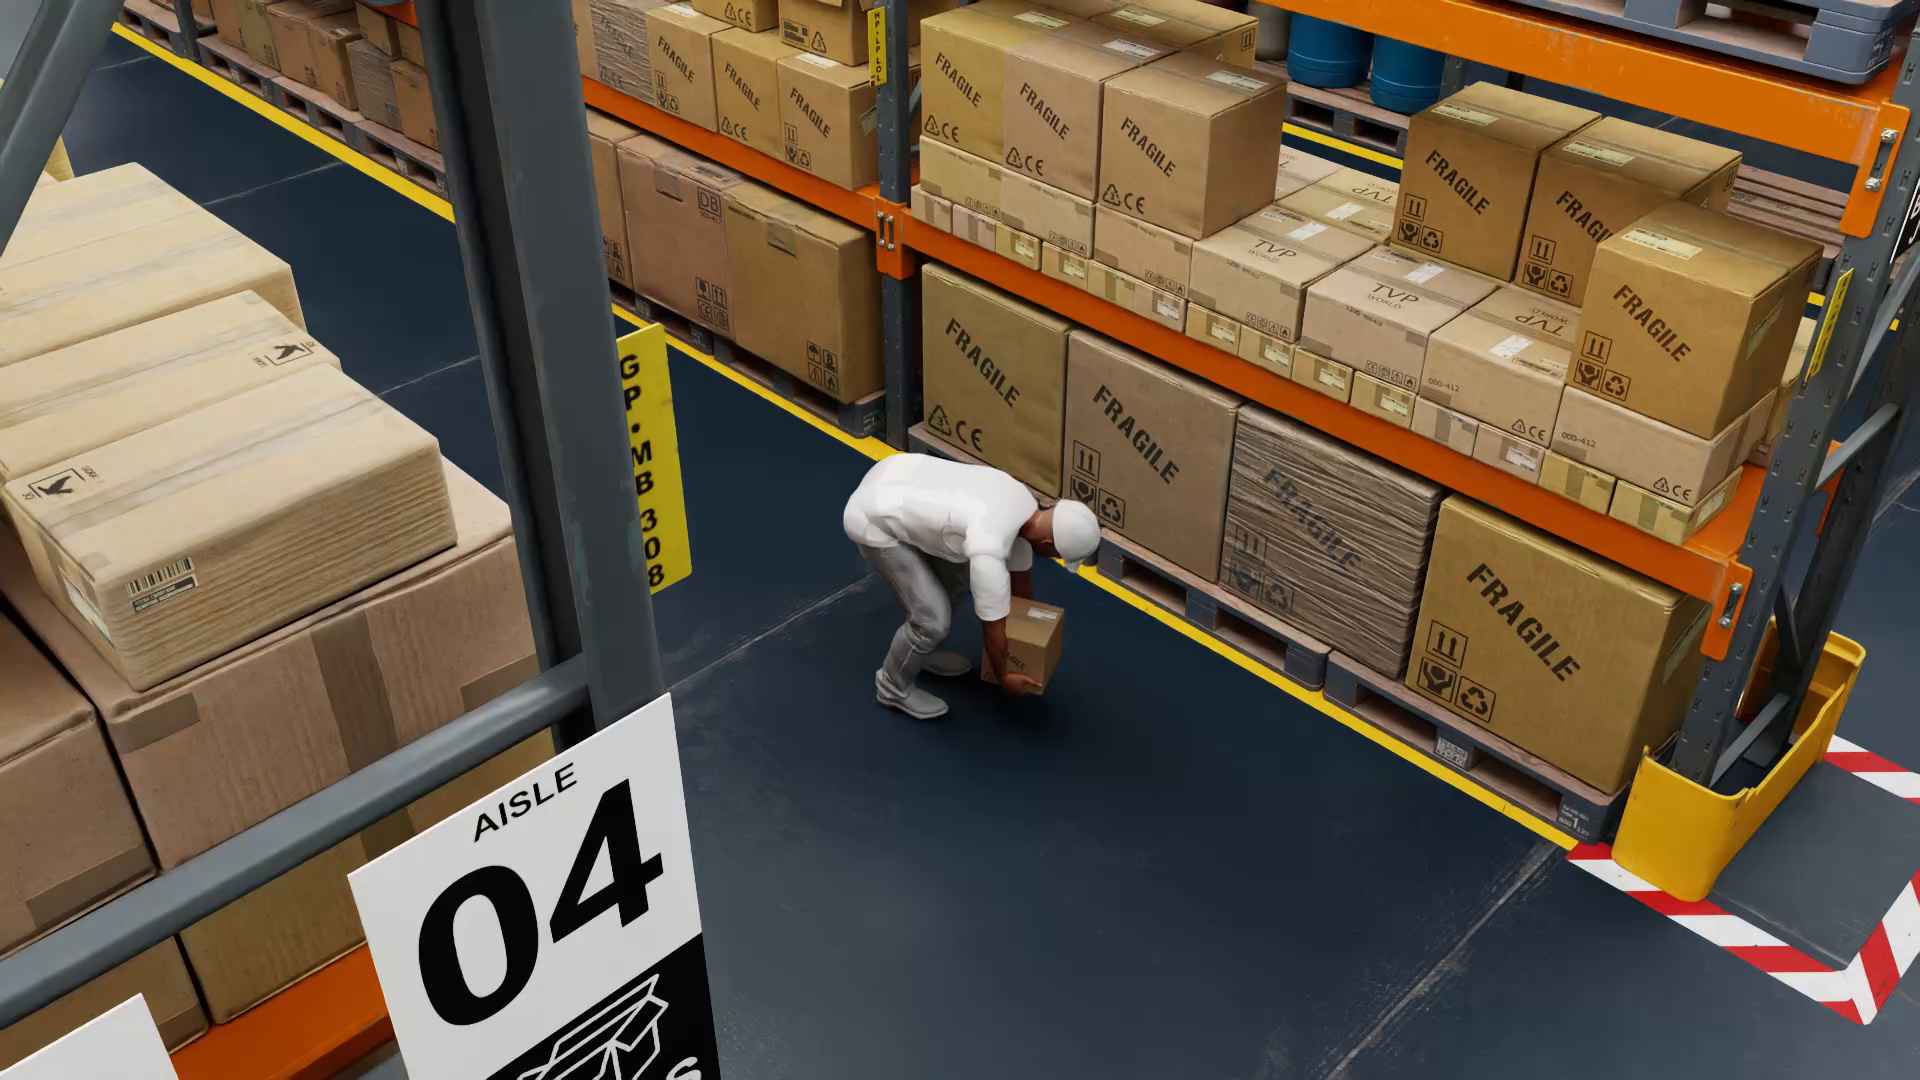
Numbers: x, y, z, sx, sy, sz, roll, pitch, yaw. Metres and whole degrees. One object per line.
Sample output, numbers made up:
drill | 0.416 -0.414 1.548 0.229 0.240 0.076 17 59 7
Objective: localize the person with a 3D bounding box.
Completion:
person | 0.050 0.201 6.436 0.982 1.075 0.480 11 37 15
